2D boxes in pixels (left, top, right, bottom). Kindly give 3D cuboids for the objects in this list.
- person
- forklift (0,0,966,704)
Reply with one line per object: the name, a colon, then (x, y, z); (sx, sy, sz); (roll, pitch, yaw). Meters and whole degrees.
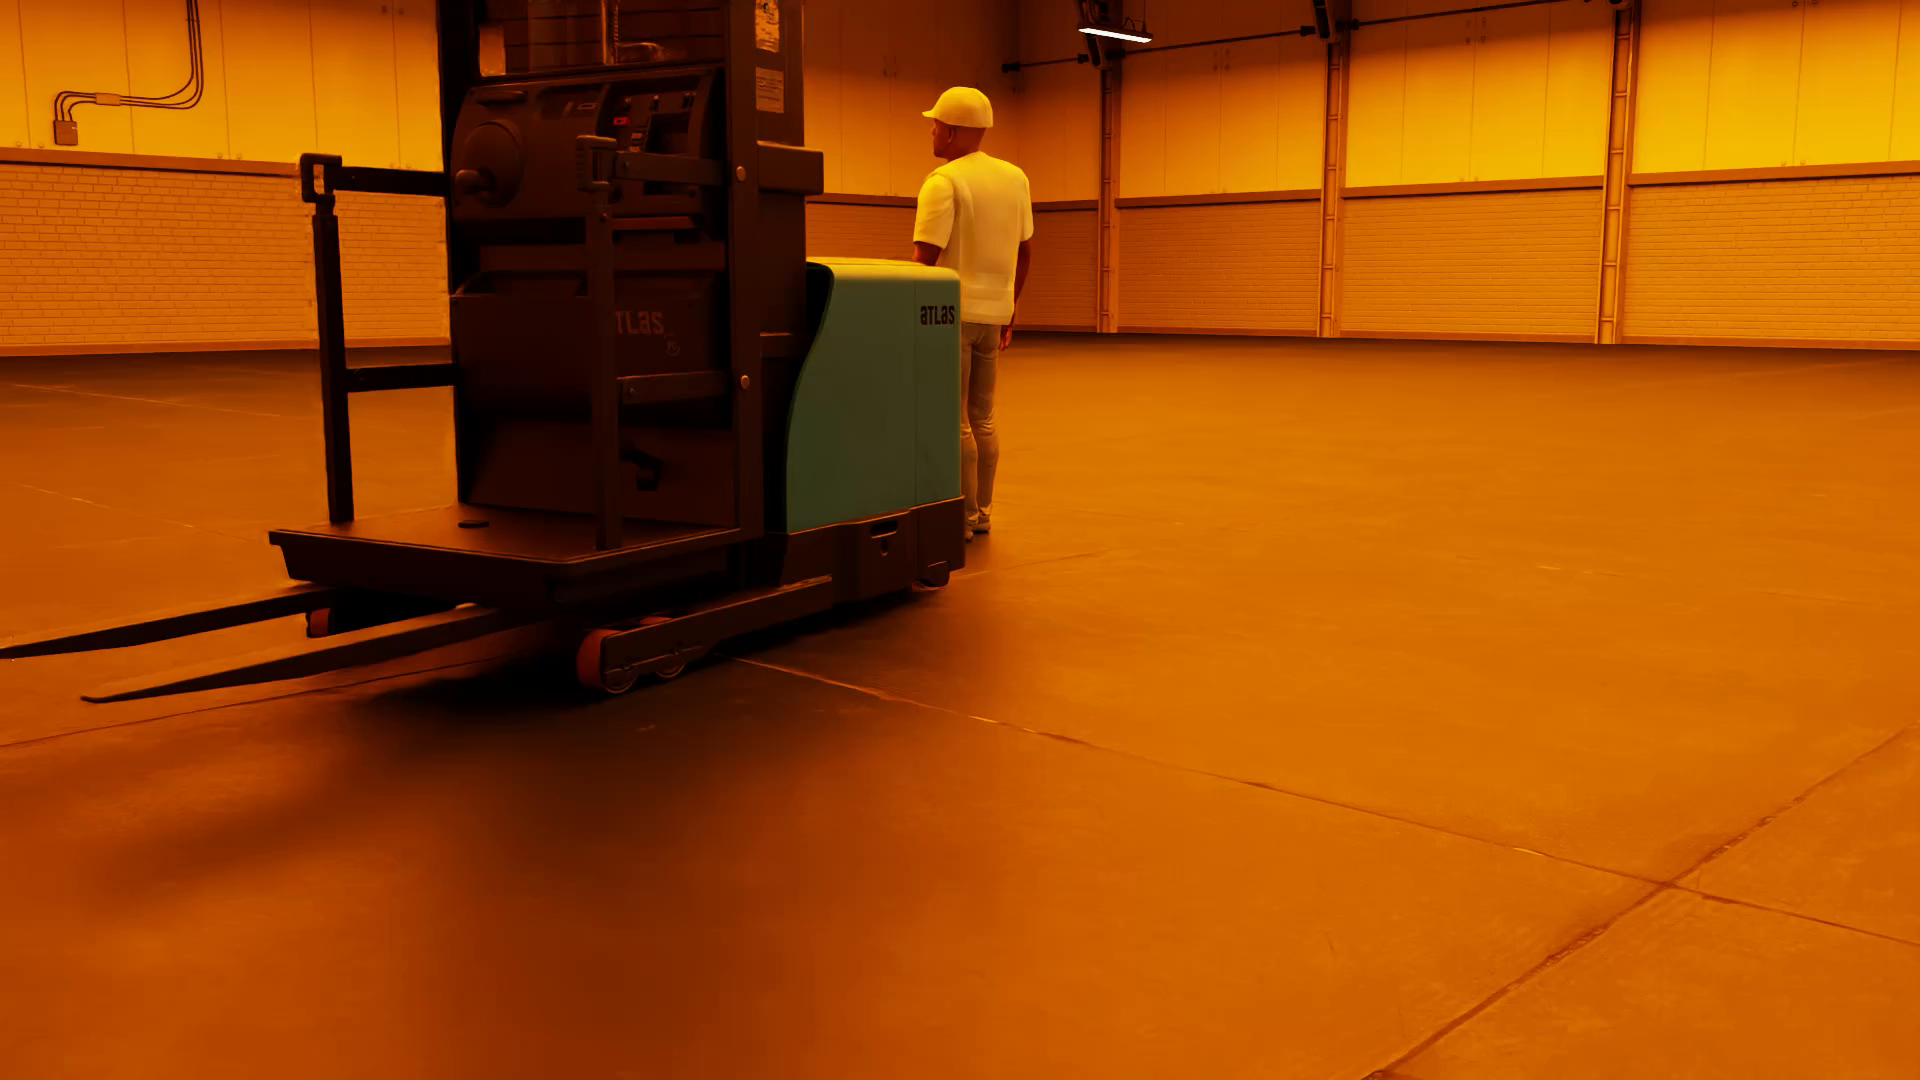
person: (-0.046, -0.888, 6.637); (0.576, 1.766, 0.665); (8, 12, 43)
forklift: (-1.165, -1.141, 4.451); (1.130, 2.935, 3.031); (5, 10, 30)
